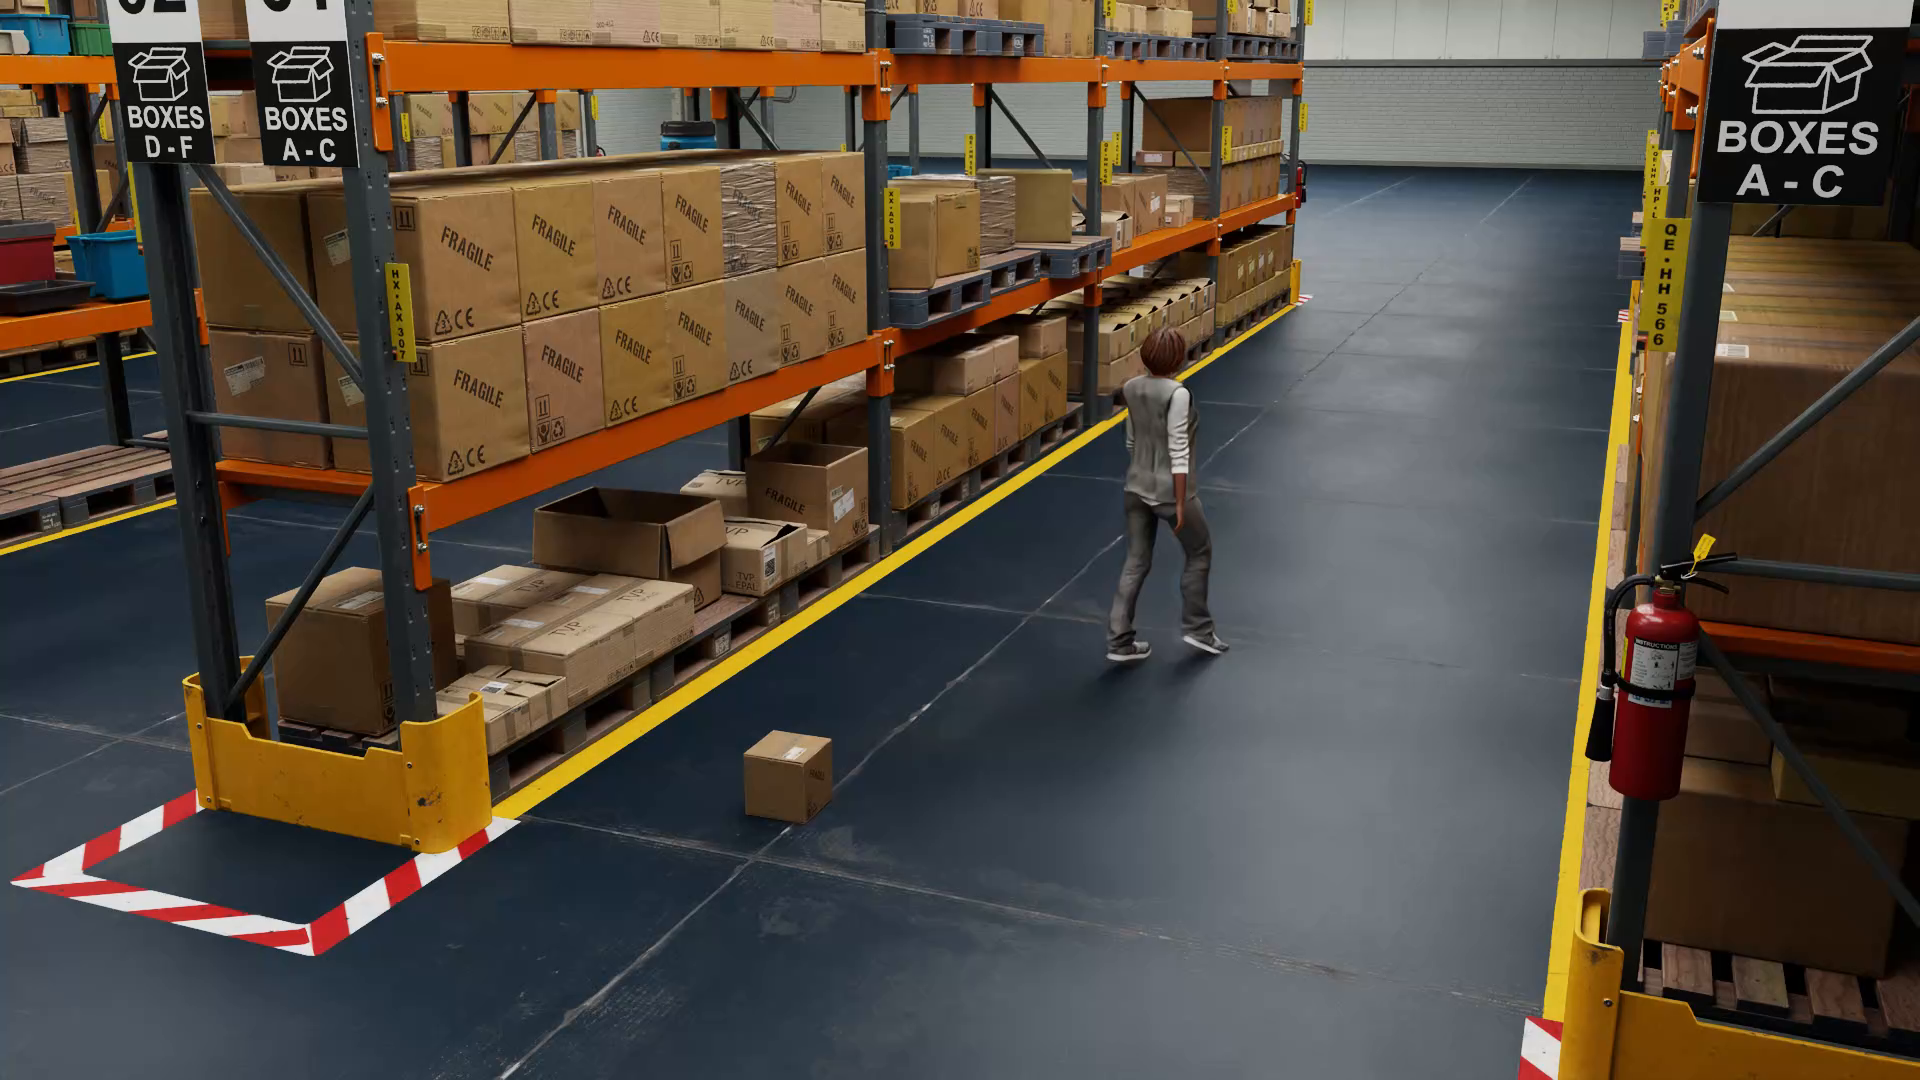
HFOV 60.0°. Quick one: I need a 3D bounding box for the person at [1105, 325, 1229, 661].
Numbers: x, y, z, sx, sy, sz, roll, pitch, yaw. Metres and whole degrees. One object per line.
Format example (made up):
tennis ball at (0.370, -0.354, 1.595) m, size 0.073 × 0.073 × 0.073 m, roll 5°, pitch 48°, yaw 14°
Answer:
person at (0.959, -0.200, 7.760) m, size 0.675 × 1.621 × 0.449 m, roll -14°, pitch 21°, yaw -41°
